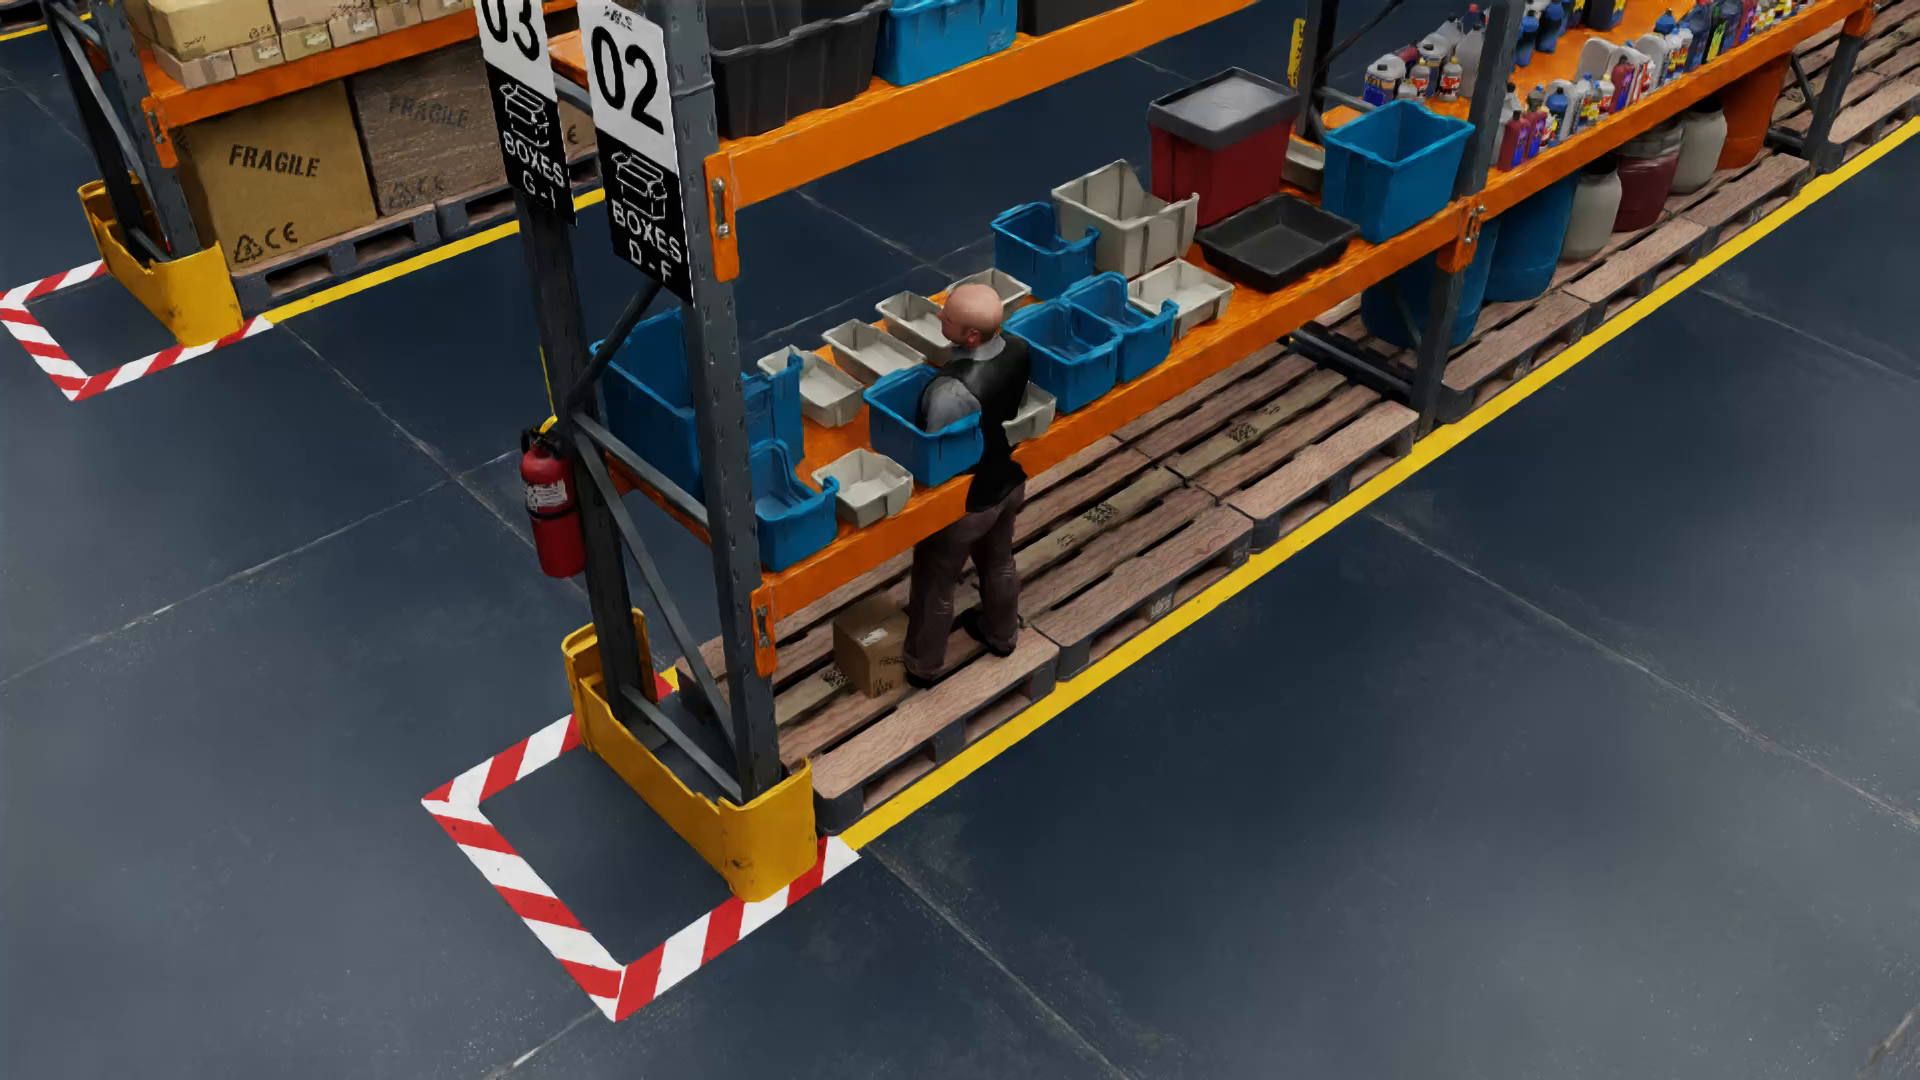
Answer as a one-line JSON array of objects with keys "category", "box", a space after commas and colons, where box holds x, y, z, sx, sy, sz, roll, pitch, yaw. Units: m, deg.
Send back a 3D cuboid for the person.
[{"category": "person", "box": [-0.008, -0.206, 6.112, 0.490, 1.726, 0.620, 24, 45, 27]}]
